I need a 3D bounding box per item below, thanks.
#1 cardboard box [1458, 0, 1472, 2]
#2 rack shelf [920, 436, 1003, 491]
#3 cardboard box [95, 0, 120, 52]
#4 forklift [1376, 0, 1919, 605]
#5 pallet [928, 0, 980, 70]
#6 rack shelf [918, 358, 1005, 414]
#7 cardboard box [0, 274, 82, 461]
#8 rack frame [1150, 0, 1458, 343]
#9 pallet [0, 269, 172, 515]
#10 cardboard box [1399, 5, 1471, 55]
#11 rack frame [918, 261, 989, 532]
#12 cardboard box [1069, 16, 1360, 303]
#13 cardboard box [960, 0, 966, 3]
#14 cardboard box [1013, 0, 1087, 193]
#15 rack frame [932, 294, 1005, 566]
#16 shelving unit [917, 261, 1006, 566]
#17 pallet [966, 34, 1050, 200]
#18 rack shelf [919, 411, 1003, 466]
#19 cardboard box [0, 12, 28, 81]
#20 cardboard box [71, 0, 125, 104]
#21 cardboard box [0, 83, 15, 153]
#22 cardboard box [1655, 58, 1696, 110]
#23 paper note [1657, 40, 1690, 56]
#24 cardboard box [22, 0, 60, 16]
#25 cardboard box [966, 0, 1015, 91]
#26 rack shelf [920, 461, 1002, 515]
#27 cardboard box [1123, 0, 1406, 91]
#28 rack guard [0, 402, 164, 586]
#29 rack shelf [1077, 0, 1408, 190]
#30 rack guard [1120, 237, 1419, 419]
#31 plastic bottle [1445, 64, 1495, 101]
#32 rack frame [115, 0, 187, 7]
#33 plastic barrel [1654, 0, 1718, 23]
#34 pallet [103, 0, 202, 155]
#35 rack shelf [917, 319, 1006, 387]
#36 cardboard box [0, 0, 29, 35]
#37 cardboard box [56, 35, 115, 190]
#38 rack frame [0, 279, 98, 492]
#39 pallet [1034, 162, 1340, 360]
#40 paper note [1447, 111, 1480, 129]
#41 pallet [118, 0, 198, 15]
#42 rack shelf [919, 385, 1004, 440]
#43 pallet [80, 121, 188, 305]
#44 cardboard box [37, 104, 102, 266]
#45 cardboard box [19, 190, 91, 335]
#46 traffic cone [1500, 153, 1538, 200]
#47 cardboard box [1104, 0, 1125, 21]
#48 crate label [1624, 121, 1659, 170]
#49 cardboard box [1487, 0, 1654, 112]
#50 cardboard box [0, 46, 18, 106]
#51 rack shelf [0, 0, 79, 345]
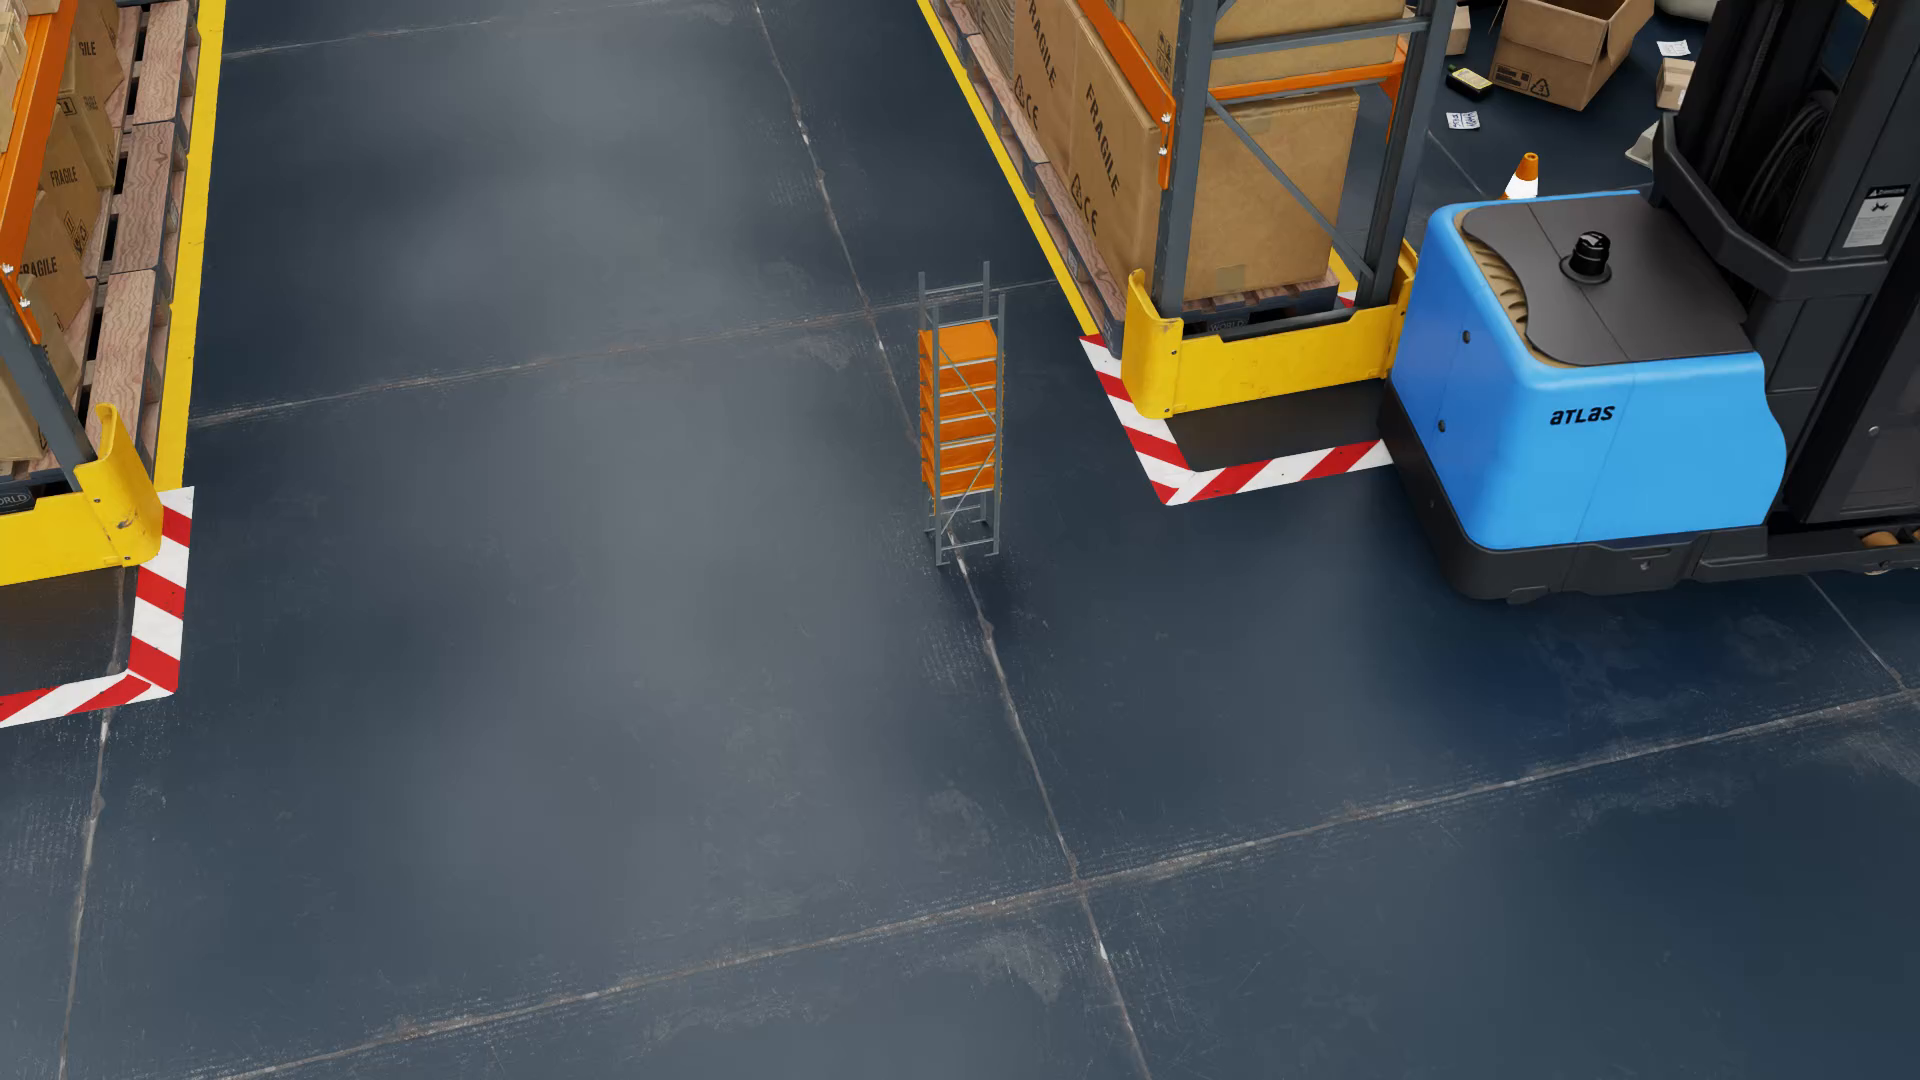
[{"bbox_3d":[2.870,-3.312,9.048,0.797,0.637,0.503,-11,47,-10],"label":"cardboard box"},{"bbox_3d":[0.004,-0.295,5.929,0.258,0.103,0.180,-11,47,-10],"label":"rack shelf"},{"bbox_3d":[-4.526,-2.683,8.235,0.500,0.500,0.500,-12,47,-12],"label":"cardboard box"},{"bbox_3d":[3.209,-1.268,5.441,3.031,2.935,1.130,-6,46,-5],"label":"forklift"},{"bbox_3d":[0.350,-3.016,9.058,1.003,0.211,1.213,-11,47,-10],"label":"pallet"},{"bbox_3d":[0.004,-0.547,5.672,0.258,0.103,0.180,-11,47,-10],"label":"rack shelf"},{"bbox_3d":[-3.709,-0.639,6.232,0.500,0.500,0.500,-3,46,-3],"label":"cardboard box"},{"bbox_3d":[1.255,-1.770,5.884,1.000,3.000,0.127,-11,47,-10],"label":"rack frame"},{"bbox_3d":[-3.759,-0.576,6.667,1.003,0.211,1.213,-11,47,-10],"label":"pallet"},{"bbox_3d":[2.452,-2.724,8.734,0.396,0.266,0.258,-3,46,-3],"label":"cardboard box"},{"bbox_3d":[-0.020,-0.473,5.874,0.240,1.200,0.006,-11,47,-10],"label":"rack frame"},{"bbox_3d":[1.018,-1.629,6.940,0.875,0.875,0.875,-10,47,-10],"label":"cardboard box"},{"bbox_3d":[0.324,-3.487,8.761,0.875,0.875,0.875,-10,46,-10],"label":"cardboard box"},{"bbox_3d":[0.790,-2.236,7.535,0.875,0.875,0.875,-11,47,-11],"label":"cardboard box"},{"bbox_3d":[0.027,-0.347,5.750,0.240,1.200,0.006,-11,47,-10],"label":"rack frame"},{"bbox_3d":[0.004,-0.410,5.812,0.258,1.200,0.189,-11,47,-10],"label":"shelving unit"},{"bbox_3d":[0.666,-2.172,8.231,1.003,0.211,1.213,-11,47,-10],"label":"pallet"},{"bbox_3d":[0.004,-0.379,5.843,0.258,0.103,0.180,-11,47,-10],"label":"rack shelf"},{"bbox_3d":[-3.644,-1.779,6.069,0.380,0.149,0.250,-11,47,-10],"label":"cardboard box"},{"bbox_3d":[-4.372,-2.289,7.849,0.500,0.500,0.500,3,46,2],"label":"cardboard box"},{"bbox_3d":[-3.503,-1.436,5.733,0.380,0.149,0.250,-11,47,-10],"label":"cardboard box"},{"bbox_3d":[3.726,-2.282,8.382,0.380,0.149,0.250,11,47,11],"label":"cardboard box"},{"bbox_3d":[3.776,-2.604,8.788,0.148,0.019,0.142,4,46,4],"label":"paper note"},{"bbox_3d":[-3.698,-2.138,6.421,0.380,0.149,0.250,-11,47,-10],"label":"cardboard box"},{"bbox_3d":[0.559,-2.866,8.152,0.875,0.875,0.875,-10,46,-10],"label":"cardboard box"},{"bbox_3d":[0.004,-0.211,6.015,0.258,0.103,0.180,-11,47,-10],"label":"rack shelf"},{"bbox_3d":[1.116,-2.070,6.073,0.875,0.550,0.550,-11,47,-10],"label":"cardboard box"},{"bbox_3d":[-3.585,-0.110,6.008,1.175,0.500,0.348,-11,47,-10],"label":"rack guard"},{"bbox_3d":[0.743,-2.899,7.494,1.077,0.370,4.000,-11,47,-10],"label":"rack shelf"},{"bbox_3d":[1.261,-0.878,6.760,1.175,0.500,0.348,-11,47,-10],"label":"rack guard"},{"bbox_3d":[2.585,-2.348,8.508,0.133,0.061,0.283,-26,51,-24],"label":"plastic bottle"},{"bbox_3d":[-4.590,-3.694,7.770,1.000,3.000,0.127,-11,47,-10],"label":"rack frame"},{"bbox_3d":[4.022,-2.992,8.886,0.512,0.421,0.421,19,48,17],"label":"plastic barrel"},{"bbox_3d":[-4.383,-2.261,8.318,1.003,0.211,1.213,-11,47,-10],"label":"pallet"},{"bbox_3d":[0.004,-0.631,5.586,0.258,0.103,0.180,-11,47,-10],"label":"rack shelf"},{"bbox_3d":[-3.734,-1.947,6.233,0.380,0.149,0.250,-11,47,-10],"label":"cardboard box"},{"bbox_3d":[-4.137,-1.874,7.443,0.500,0.500,0.500,-15,47,-14],"label":"cardboard box"},{"bbox_3d":[-3.565,-0.932,5.064,1.000,3.000,0.127,-11,47,-10],"label":"rack frame"},{"bbox_3d":[0.975,-1.331,7.407,1.003,0.211,1.213,-11,47,-10],"label":"pallet"},{"bbox_3d":[2.506,-2.094,8.282,0.144,0.017,0.142,4,46,4],"label":"paper note"},{"bbox_3d":[-4.790,-3.255,9.292,1.003,0.211,1.213,-11,47,-10],"label":"pallet"},{"bbox_3d":[0.004,-0.463,5.758,0.258,0.103,0.180,-11,47,-10],"label":"rack shelf"},{"bbox_3d":[-4.067,-1.417,7.491,1.003,0.211,1.213,-11,47,-10],"label":"pallet"},{"bbox_3d":[-4.037,-1.481,7.057,0.500,0.500,0.500,-7,46,-7],"label":"cardboard box"},{"bbox_3d":[-3.895,-1.045,6.630,0.500,0.500,0.500,0,46,0],"label":"cardboard box"},{"bbox_3d":[2.492,-1.508,7.404,0.336,0.463,0.334,-11,47,-10],"label":"traffic cone"},{"bbox_3d":[0.954,-2.446,6.442,0.875,0.550,0.550,-11,47,-10],"label":"cardboard box"},{"bbox_3d":[3.410,-1.897,8.013,0.250,0.136,0.298,-35,55,-30],"label":"crate label"},{"bbox_3d":[3.117,-2.620,8.466,0.637,0.503,0.797,27,51,24],"label":"cardboard box"},{"bbox_3d":[-3.587,-1.605,5.899,0.380,0.149,0.250,-11,47,-10],"label":"cardboard box"},{"bbox_3d":[-4.077,-2.061,6.674,1.077,0.370,4.000,-11,47,-10],"label":"rack shelf"}]
